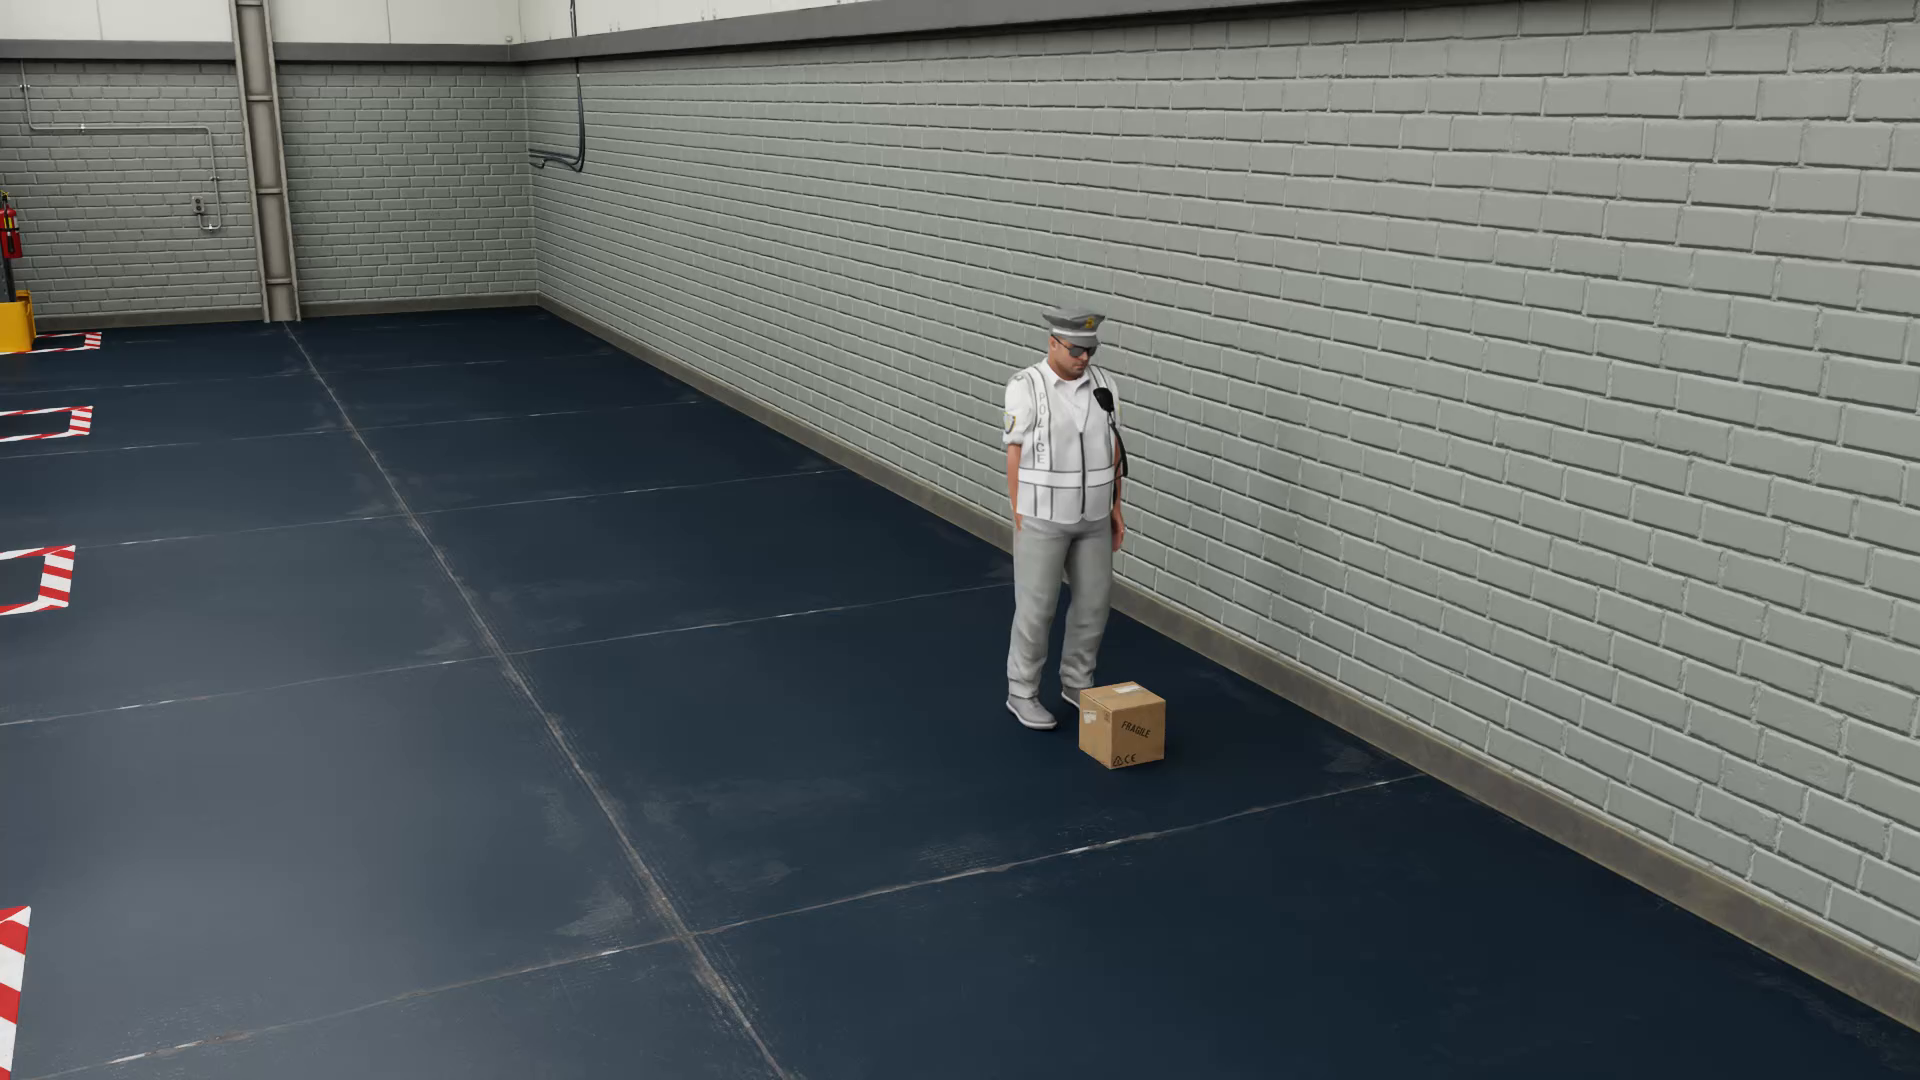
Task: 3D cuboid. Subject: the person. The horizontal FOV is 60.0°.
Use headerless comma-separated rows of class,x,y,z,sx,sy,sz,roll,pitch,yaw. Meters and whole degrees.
person,0.444,-0.099,6.906,0.530,1.740,0.391,-7,17,-24
